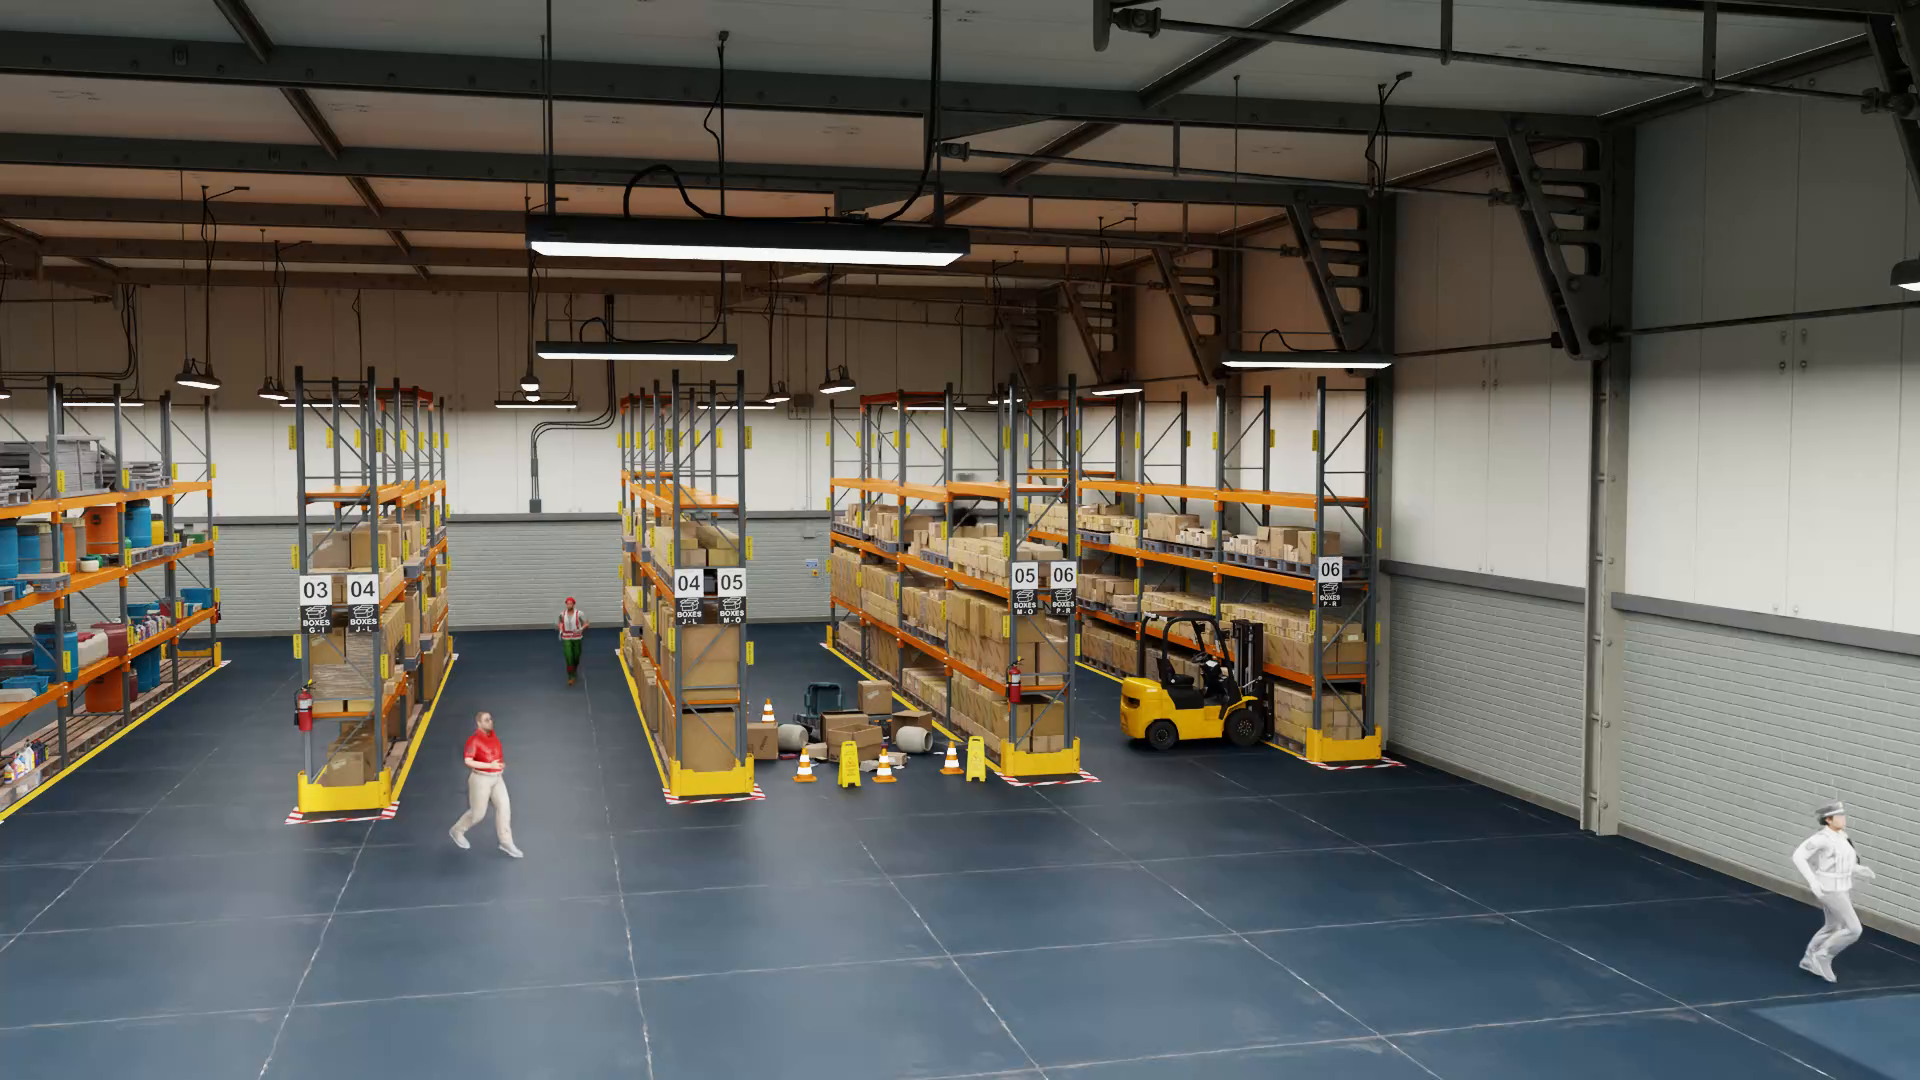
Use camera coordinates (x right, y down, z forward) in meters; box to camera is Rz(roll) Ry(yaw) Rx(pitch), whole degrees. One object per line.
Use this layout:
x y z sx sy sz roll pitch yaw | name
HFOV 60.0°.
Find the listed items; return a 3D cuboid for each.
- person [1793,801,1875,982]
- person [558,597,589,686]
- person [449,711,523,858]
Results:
8.087 3.237 15.344 0.593 1.670 0.644 -3 4 -40 | person
-7.993 2.067 34.343 0.643 1.788 0.881 0 3 -7 | person
-5.740 2.941 20.090 0.969 1.753 0.671 1 4 23 | person
